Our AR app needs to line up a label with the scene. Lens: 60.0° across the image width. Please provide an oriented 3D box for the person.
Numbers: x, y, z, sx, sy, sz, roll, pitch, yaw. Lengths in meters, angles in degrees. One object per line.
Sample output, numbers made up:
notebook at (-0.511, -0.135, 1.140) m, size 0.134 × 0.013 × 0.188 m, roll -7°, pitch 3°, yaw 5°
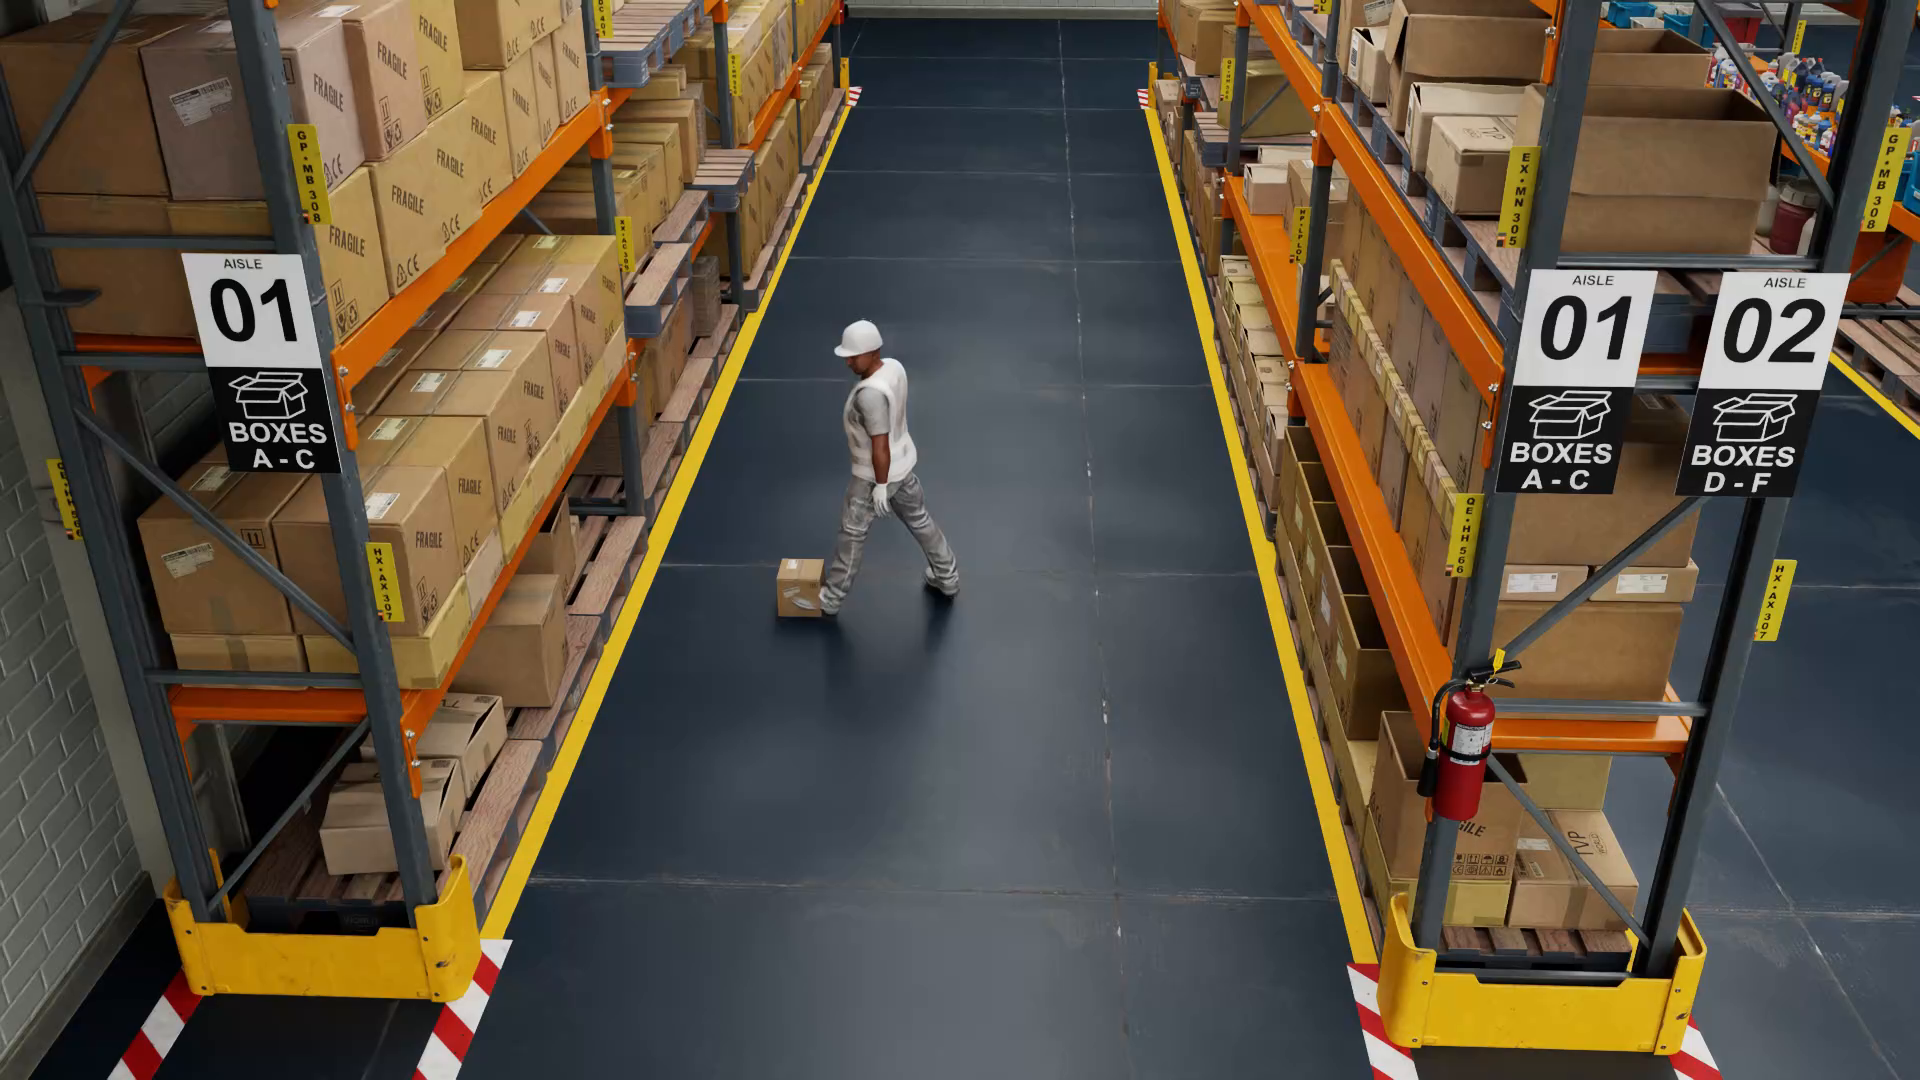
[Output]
person at (-0.482, -0.421, 9.412) m, size 0.895 × 1.751 × 0.673 m, roll 9°, pitch 29°, yaw 16°
